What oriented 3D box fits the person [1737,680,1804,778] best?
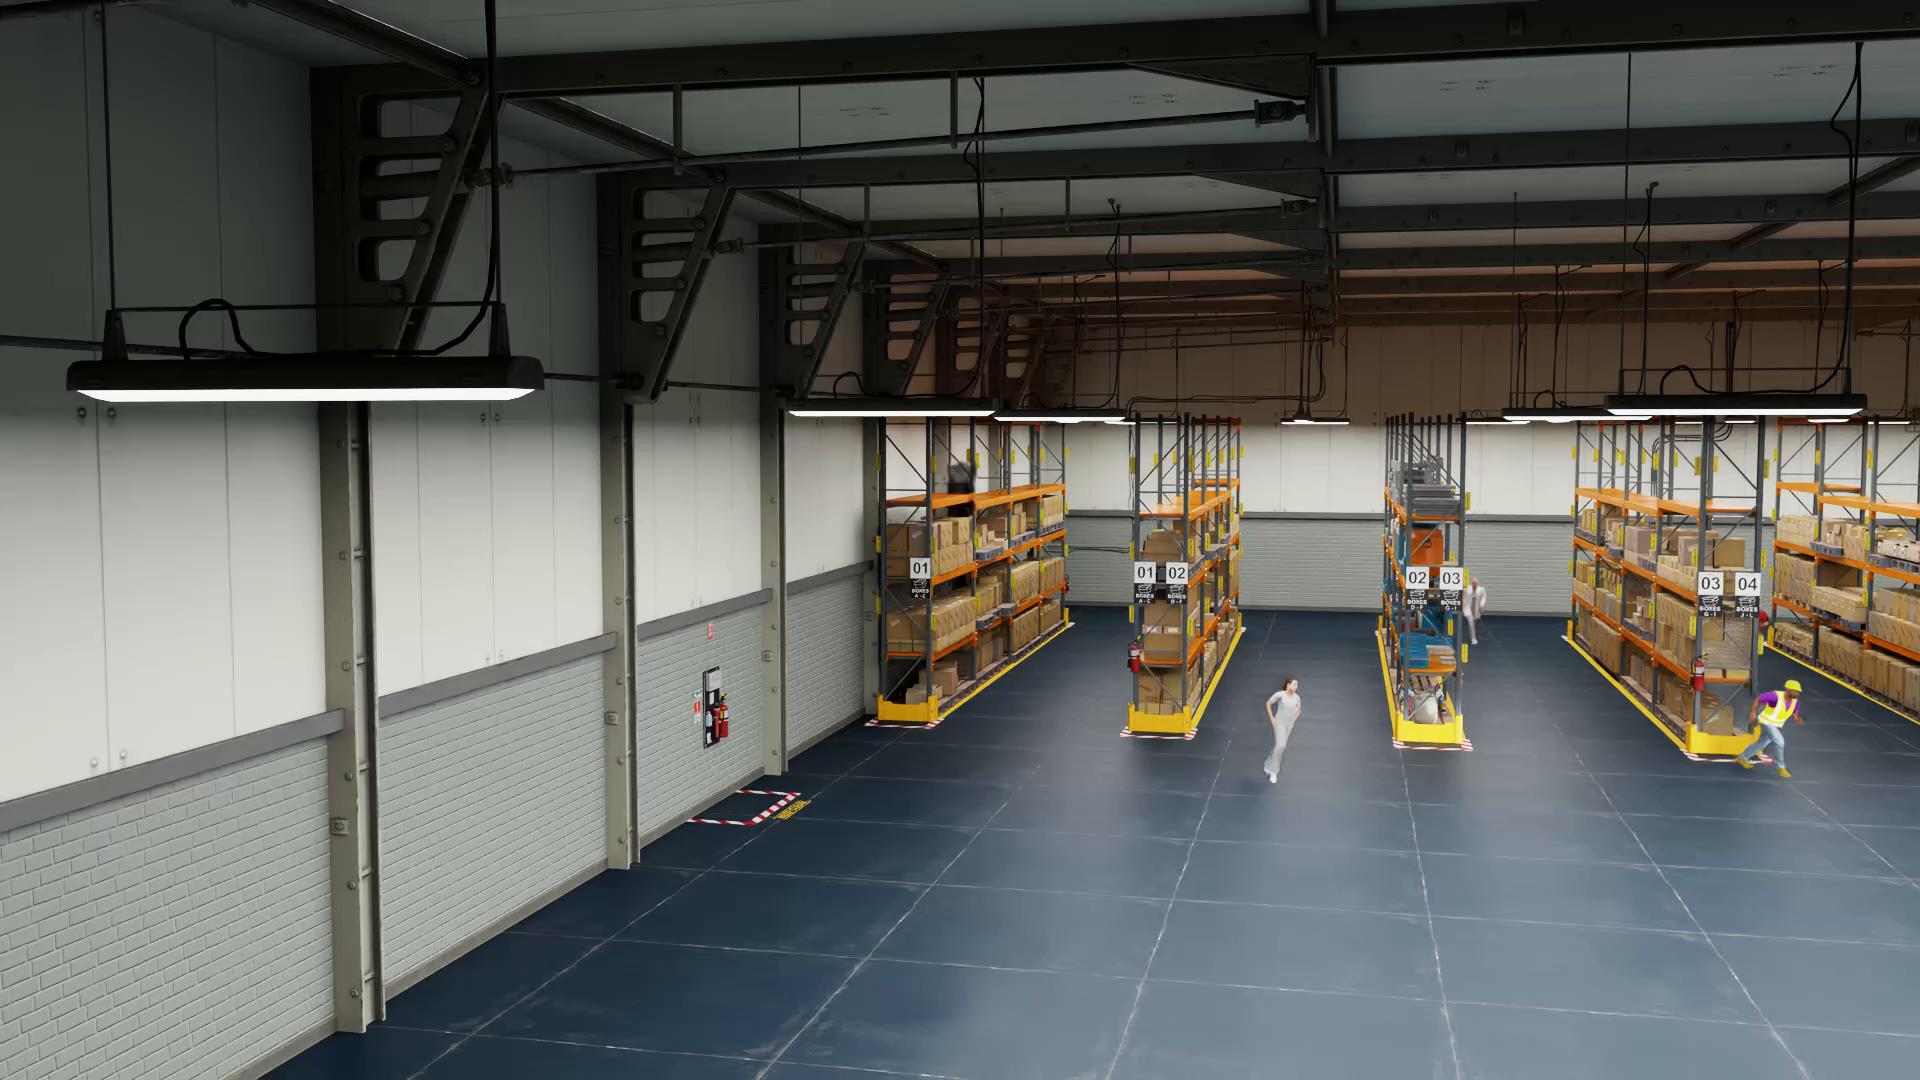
[{"bbox_3d":[13.349,3.050,27.413,0.728,1.590,1.083,-2,4,-25],"label":"person"}]

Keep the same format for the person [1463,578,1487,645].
[{"bbox_3d":[13.660,1.861,44.316,0.694,1.743,1.112,1,4,11],"label":"person"}]

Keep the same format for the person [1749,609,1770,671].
[{"bbox_3d":[18.494,2.256,38.708,0.622,1.767,0.736,0,4,5],"label":"person"}]

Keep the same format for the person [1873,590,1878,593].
[{"bbox_3d":[23.341,2.081,42.261,0.534,1.582,0.869,0,4,-4],"label":"person"}]

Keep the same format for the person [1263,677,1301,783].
[{"bbox_3d":[5.249,3.066,27.183,0.677,1.683,0.634,-2,4,-24],"label":"person"}]
